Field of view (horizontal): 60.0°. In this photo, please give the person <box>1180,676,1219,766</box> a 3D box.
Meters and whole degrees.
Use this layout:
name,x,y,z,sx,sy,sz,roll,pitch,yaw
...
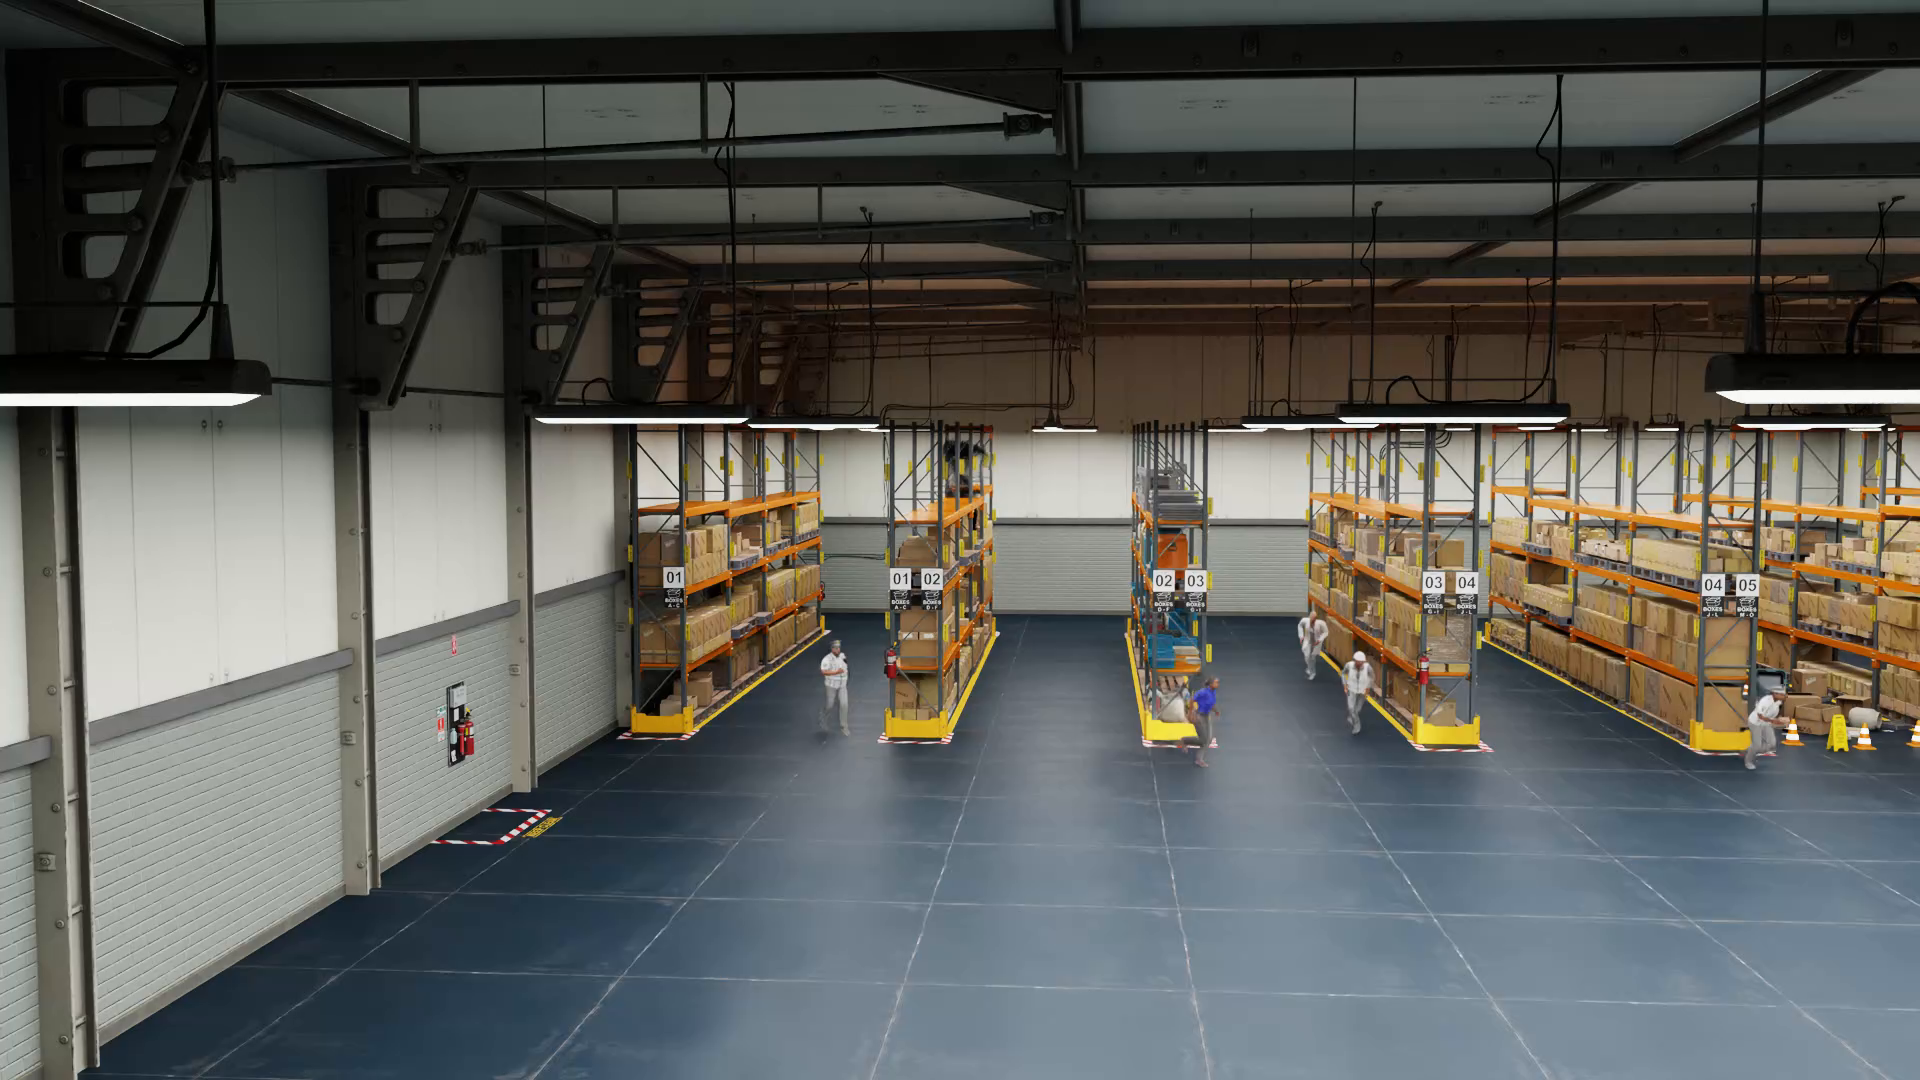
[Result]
name,x,y,z,sx,sy,sz,roll,pitch,yaw
person,4.173,3.127,28.886,0.733,1.594,0.567,3,4,35

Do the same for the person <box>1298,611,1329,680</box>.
name,x,y,z,sx,sy,sz,roll,pitch,yaw
person,8.357,2.456,39.297,0.704,1.636,1.093,1,4,15

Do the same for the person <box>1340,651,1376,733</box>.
name,x,y,z,sx,sy,sz,roll,pitch,yaw
person,7.682,2.904,32.155,0.662,1.612,1.105,1,4,9

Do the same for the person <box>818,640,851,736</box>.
name,x,y,z,sx,sy,sz,roll,pitch,yaw
person,-2.403,2.798,31.851,0.650,1.795,0.959,-2,4,-33

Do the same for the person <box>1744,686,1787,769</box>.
name,x,y,z,sx,sy,sz,roll,pitch,yaw
person,13.774,3.191,28.362,0.598,1.485,0.794,-2,4,-24
